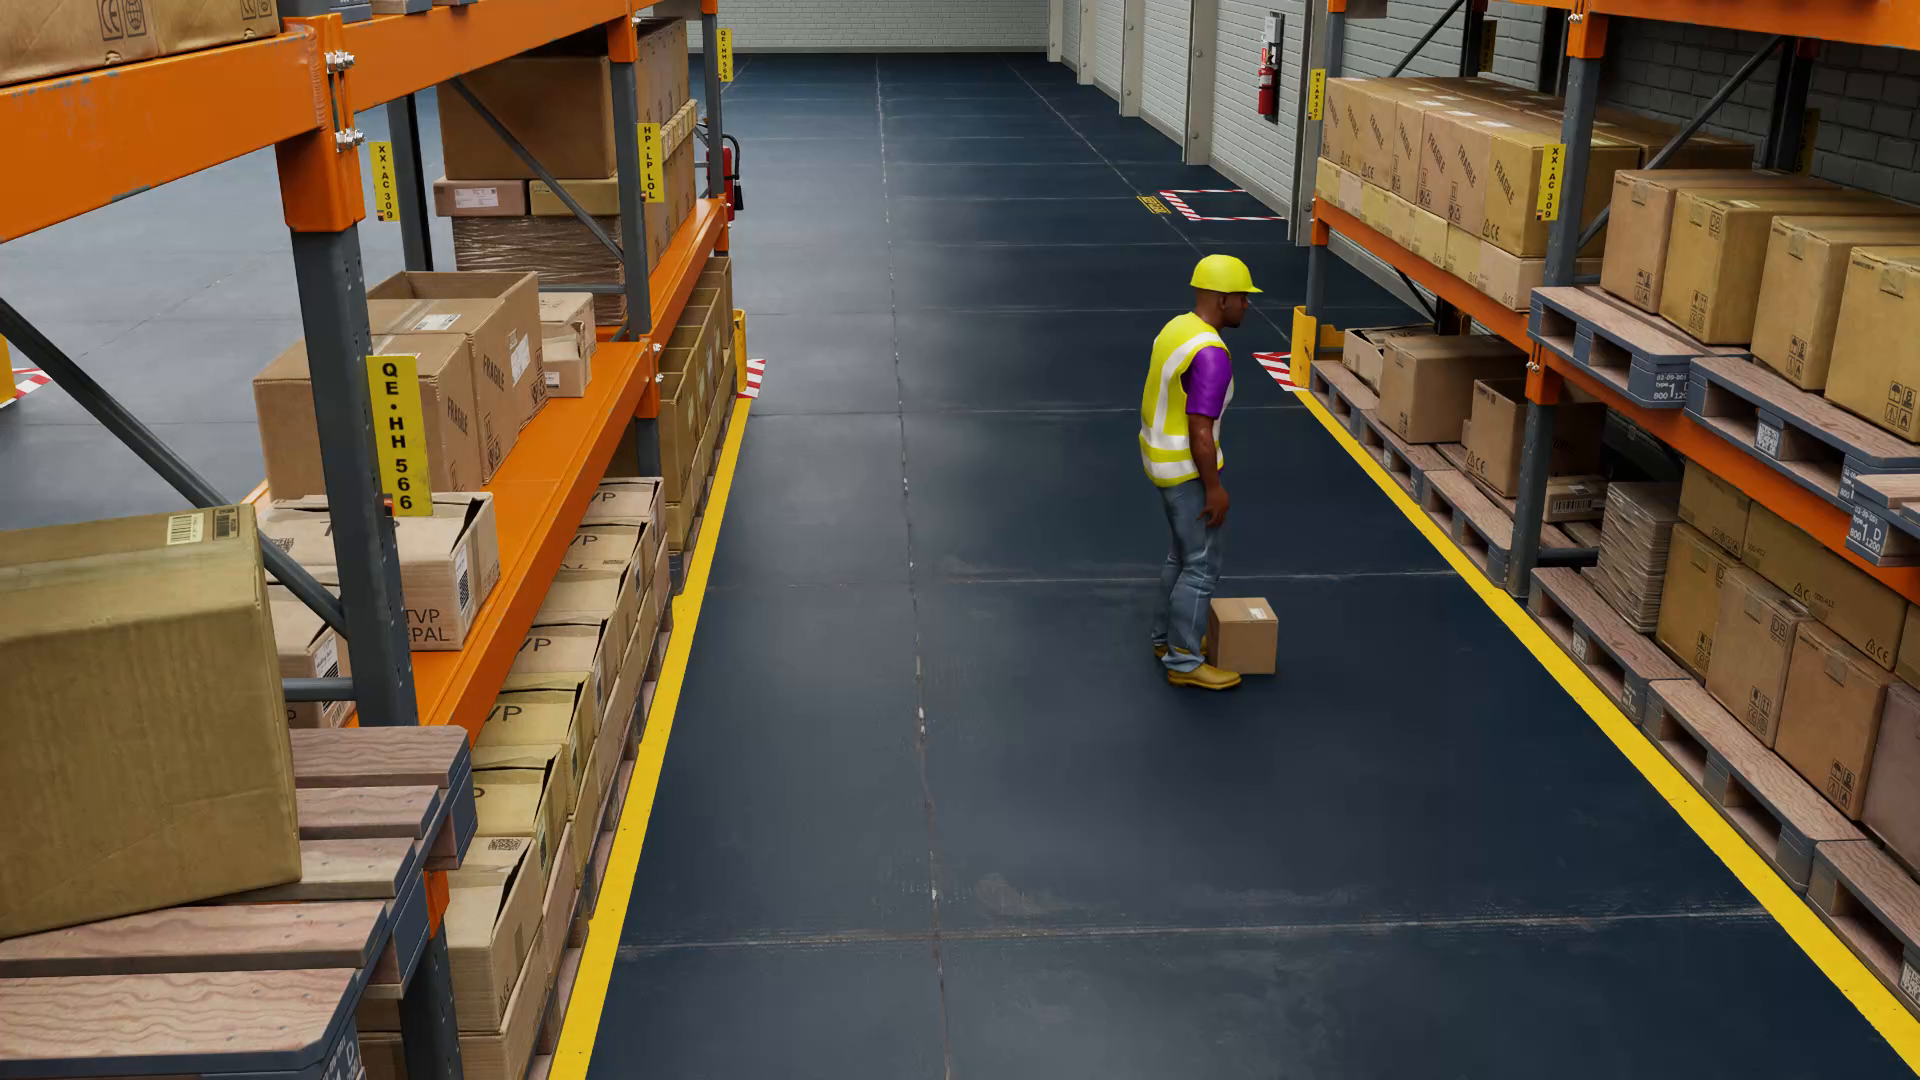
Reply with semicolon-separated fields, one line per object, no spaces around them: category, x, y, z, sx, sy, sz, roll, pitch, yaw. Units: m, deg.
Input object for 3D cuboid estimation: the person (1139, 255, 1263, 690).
person;0.976;-0.291;6.841;0.461;1.759;0.628;-2;20;-5
